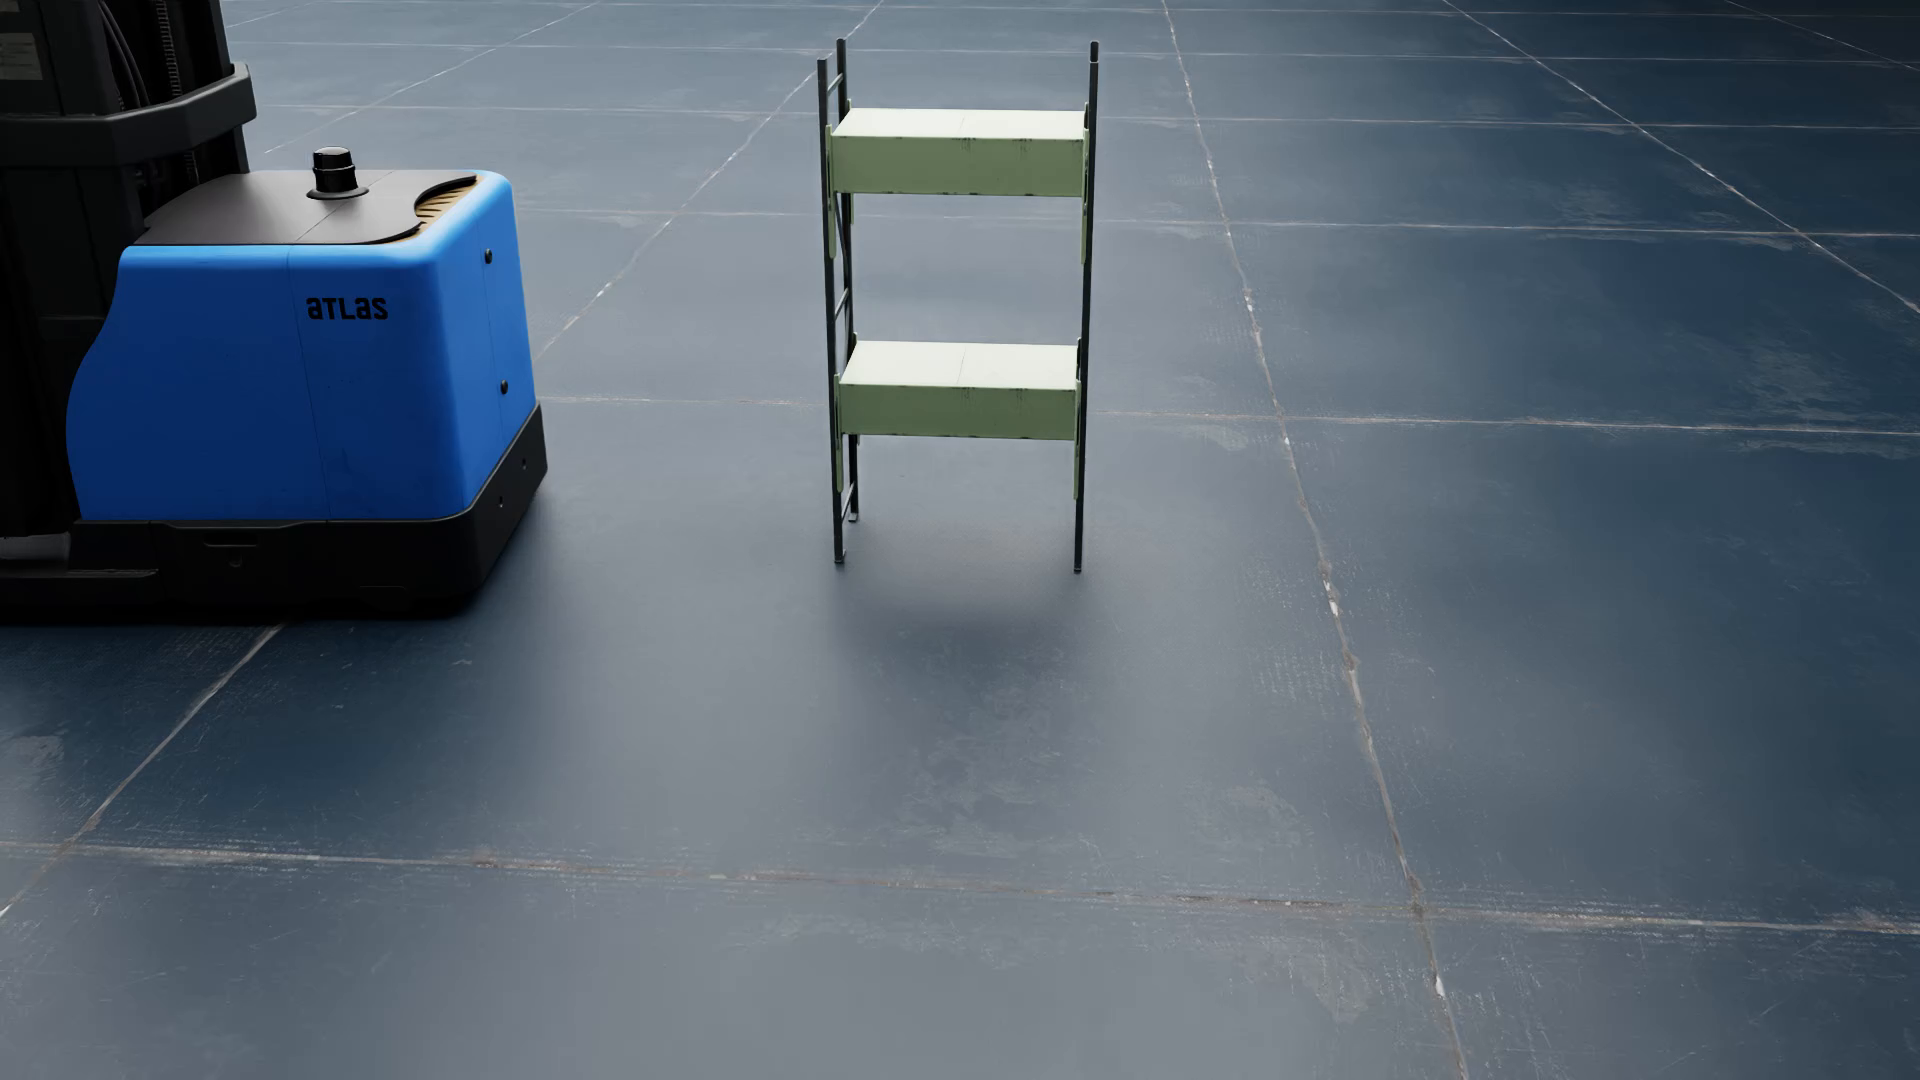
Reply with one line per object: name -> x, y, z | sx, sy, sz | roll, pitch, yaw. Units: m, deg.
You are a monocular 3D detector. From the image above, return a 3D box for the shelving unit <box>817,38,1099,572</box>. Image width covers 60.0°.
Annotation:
shelving unit -> 0.007, -0.681, 4.936 | 0.755, 1.500, 0.431 | 2, 25, 4

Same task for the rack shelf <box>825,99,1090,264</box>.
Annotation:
rack shelf -> 0.007, -1.036, 4.773 | 0.720, 0.370, 0.431 | 2, 25, 4

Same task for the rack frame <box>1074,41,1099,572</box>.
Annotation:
rack frame -> 0.372, -0.669, 4.911 | 0.023, 1.500, 0.400 | 2, 25, 4

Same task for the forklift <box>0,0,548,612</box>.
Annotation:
forklift -> -2.897, -1.316, 4.604 | 3.031, 2.935, 1.130 | 0, 25, 0

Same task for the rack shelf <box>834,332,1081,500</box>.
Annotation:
rack shelf -> 0.007, -0.385, 5.072 | 0.720, 0.370, 0.431 | 2, 25, 4

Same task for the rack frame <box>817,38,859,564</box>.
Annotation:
rack frame -> -0.358, -0.693, 4.962 | 0.023, 1.500, 0.400 | 2, 25, 4
